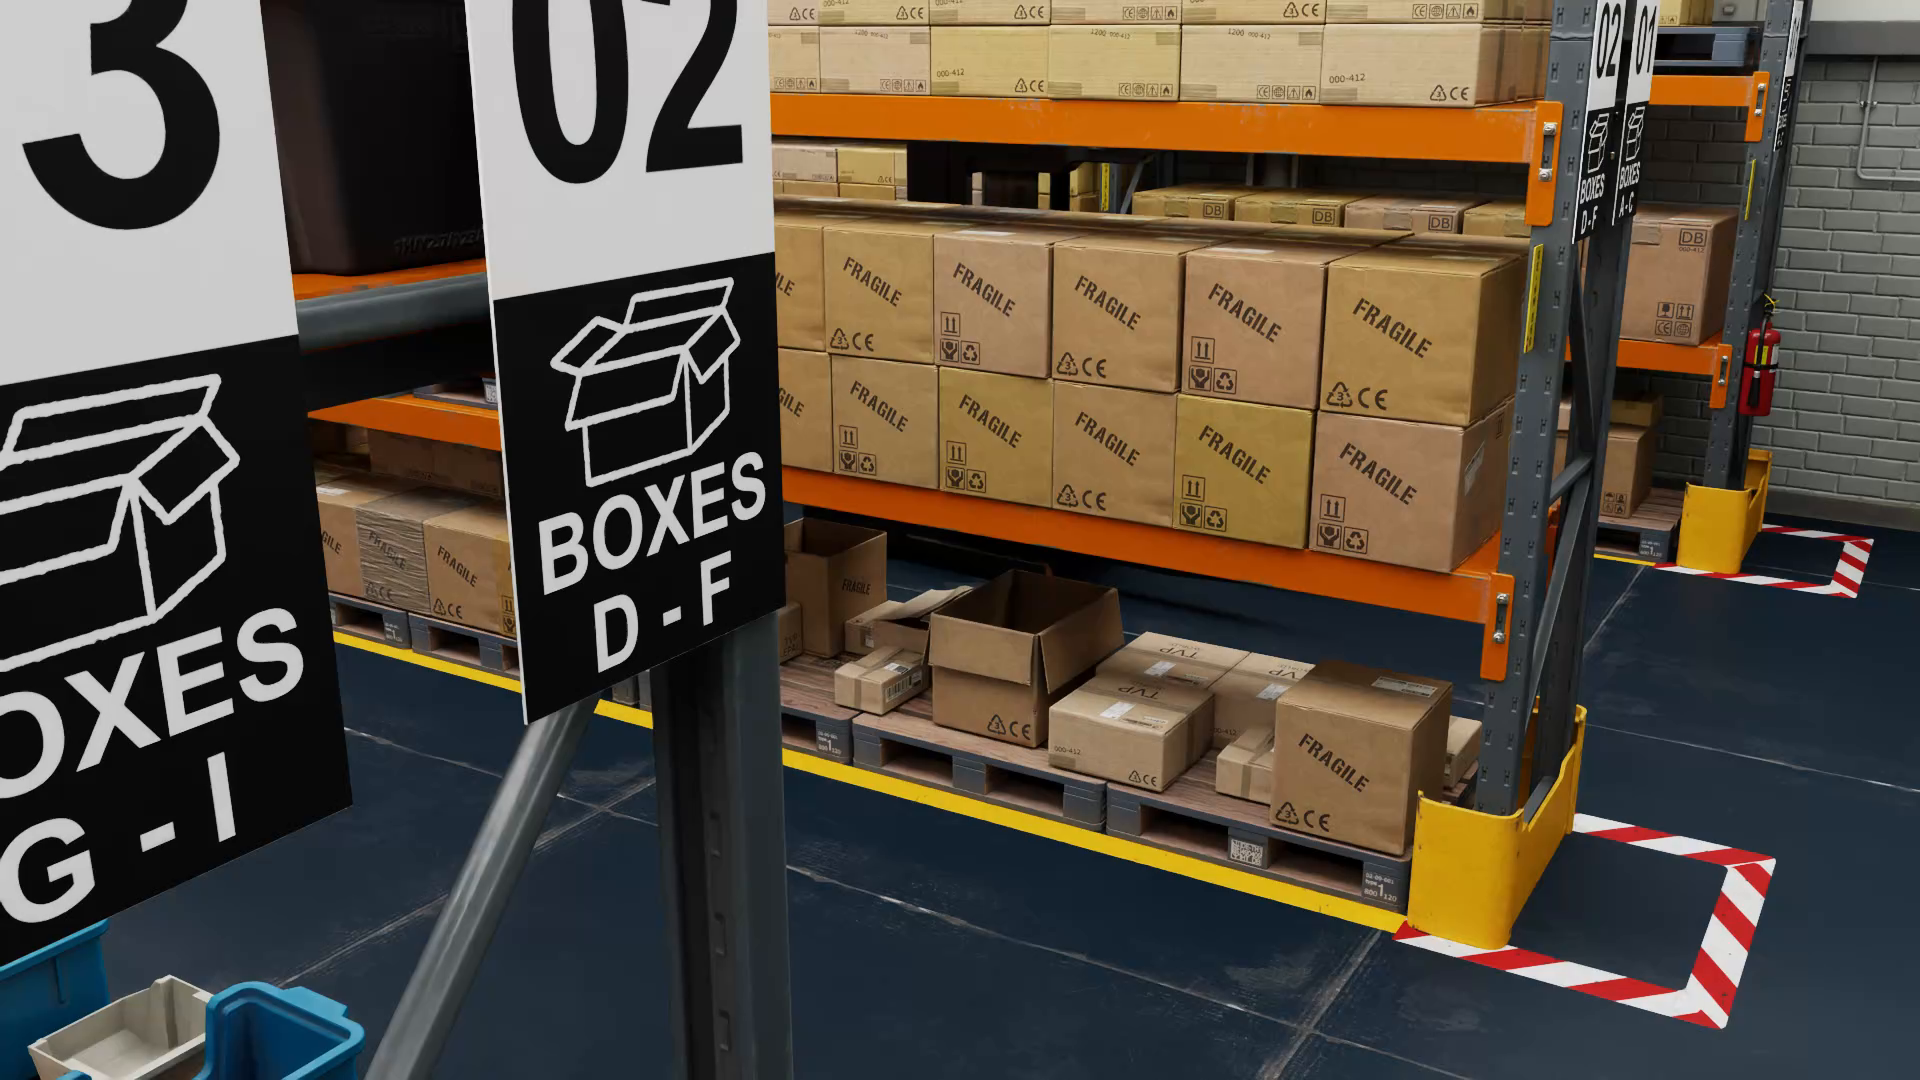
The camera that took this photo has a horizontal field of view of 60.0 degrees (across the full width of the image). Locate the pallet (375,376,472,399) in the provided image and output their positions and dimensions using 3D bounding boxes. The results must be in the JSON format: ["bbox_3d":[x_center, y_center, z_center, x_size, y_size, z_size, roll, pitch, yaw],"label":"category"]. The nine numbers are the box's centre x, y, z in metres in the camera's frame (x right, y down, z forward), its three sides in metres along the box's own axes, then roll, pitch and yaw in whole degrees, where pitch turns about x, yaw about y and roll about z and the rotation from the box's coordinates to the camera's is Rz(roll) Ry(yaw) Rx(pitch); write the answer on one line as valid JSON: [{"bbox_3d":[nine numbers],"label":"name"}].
[{"bbox_3d":[-3.078,-1.005,8.858,1.213,0.211,1.003,10,20,30],"label":"pallet"}]

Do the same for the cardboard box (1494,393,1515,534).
[{"bbox_3d":[1.840,-0.355,6.217,0.500,0.500,0.500,11,20,31],"label":"cardboard box"}]

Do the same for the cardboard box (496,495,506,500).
[{"bbox_3d":[-2.074,-0.009,8.795,0.500,0.500,0.500,10,20,31],"label":"cardboard box"}]

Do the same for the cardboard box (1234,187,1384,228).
[{"bbox_3d":[2.333,-1.955,11.139,0.700,0.700,0.980,10,19,29],"label":"cardboard box"}]

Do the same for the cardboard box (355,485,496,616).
[{"bbox_3d":[-2.743,0.045,8.616,0.500,0.500,0.500,10,20,31],"label":"cardboard box"}]

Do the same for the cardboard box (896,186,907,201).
[{"bbox_3d":[-0.128,-2.371,12.309,0.500,0.500,0.500,10,20,30],"label":"cardboard box"}]

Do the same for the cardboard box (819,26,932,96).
[{"bbox_3d":[-0.195,-1.857,6.432,0.500,0.250,0.500,10,20,30],"label":"cardboard box"}]

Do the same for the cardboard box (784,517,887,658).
[{"bbox_3d":[-0.695,0.219,8.042,0.500,0.500,0.500,10,20,30],"label":"cardboard box"}]

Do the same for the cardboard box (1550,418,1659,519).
[{"bbox_3d":[4.020,-0.488,10.406,0.500,0.500,0.700,10,20,30],"label":"cardboard box"}]

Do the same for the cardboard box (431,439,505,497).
[{"bbox_3d":[-2.466,-0.442,8.929,0.500,0.250,0.500,10,20,30],"label":"cardboard box"}]

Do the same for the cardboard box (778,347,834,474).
[{"bbox_3d":[-0.599,-0.608,7.051,0.500,0.500,0.500,11,20,31],"label":"cardboard box"}]

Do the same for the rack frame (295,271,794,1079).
[{"bbox_3d":[-0.516,1.052,1.757,0.127,3.000,1.000,10,20,30],"label":"rack frame"}]

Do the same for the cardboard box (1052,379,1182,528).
[{"bbox_3d":[0.689,-0.378,6.293,0.500,0.500,0.500,10,20,30],"label":"cardboard box"}]

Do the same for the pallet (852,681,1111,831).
[{"bbox_3d":[0.300,0.842,7.248,1.213,0.211,1.003,10,20,30],"label":"pallet"}]

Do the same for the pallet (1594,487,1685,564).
[{"bbox_3d":[3.947,-0.170,10.577,1.213,0.211,1.003,10,20,30],"label":"pallet"}]

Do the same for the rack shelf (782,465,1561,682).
[{"bbox_3d":[0.376,-0.134,6.900,4.000,0.370,1.077,10,20,30],"label":"rack shelf"}]

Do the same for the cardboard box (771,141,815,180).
[{"bbox_3d":[-1.438,-2.963,12.965,0.500,0.250,0.500,10,19,29],"label":"cardboard box"}]

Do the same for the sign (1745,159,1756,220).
[{"bbox_3d":[4.373,-1.937,9.197,0.005,0.325,0.100,10,20,30],"label":"sign"}]

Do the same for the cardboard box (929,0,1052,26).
[{"bbox_3d":[0.229,-2.019,6.105,0.500,0.250,0.500,10,20,30],"label":"cardboard box"}]

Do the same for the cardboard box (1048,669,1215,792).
[{"bbox_3d":[0.694,0.757,6.701,0.500,0.250,0.500,10,20,30],"label":"cardboard box"}]

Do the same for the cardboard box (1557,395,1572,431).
[{"bbox_3d":[3.815,-0.773,10.228,0.250,0.149,0.380,10,19,29],"label":"cardboard box"}]

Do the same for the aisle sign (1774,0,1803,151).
[{"bbox_3d":[4.573,-2.560,9.176,0.004,0.787,0.394,10,20,30],"label":"aisle sign"}]

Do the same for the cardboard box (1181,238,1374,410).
[{"bbox_3d":[1.126,-0.777,5.885,0.500,0.500,0.500,11,20,32],"label":"cardboard box"}]

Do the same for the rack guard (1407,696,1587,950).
[{"bbox_3d":[2.015,1.010,6.195,0.348,0.500,1.175,10,20,30],"label":"rack guard"}]

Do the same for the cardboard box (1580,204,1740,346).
[{"bbox_3d":[4.229,-1.620,10.038,0.700,0.700,0.980,11,20,33],"label":"cardboard box"}]

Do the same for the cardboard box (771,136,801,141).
[{"bbox_3d":[-1.626,-3.172,13.656,0.500,0.250,0.500,11,20,32],"label":"cardboard box"}]

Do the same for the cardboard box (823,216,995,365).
[{"bbox_3d":[-0.197,-1.011,6.656,0.500,0.500,0.500,9,19,28],"label":"cardboard box"}]

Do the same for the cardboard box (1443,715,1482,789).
[{"bbox_3d":[1.903,0.830,6.634,0.250,0.149,0.380,10,20,30],"label":"cardboard box"}]

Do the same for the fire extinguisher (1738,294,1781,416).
[{"bbox_3d":[4.556,-1.049,9.449,0.183,0.674,0.296,10,20,30],"label":"fire extinguisher"}]

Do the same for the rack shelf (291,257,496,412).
[{"bbox_3d":[-2.220,-0.343,2.427,4.000,0.370,1.077,10,20,30],"label":"rack shelf"}]

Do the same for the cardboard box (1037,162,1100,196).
[{"bbox_3d":[0.729,-2.576,11.694,0.500,0.250,0.500,11,20,31],"label":"cardboard box"}]

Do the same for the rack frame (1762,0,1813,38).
[{"bbox_3d":[4.669,-4.272,8.963,0.127,3.000,1.000,10,20,30],"label":"rack frame"}]

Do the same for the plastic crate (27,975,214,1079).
[{"bbox_3d":[-1.362,0.858,2.747,0.298,0.136,0.250,10,20,30],"label":"plastic crate"}]

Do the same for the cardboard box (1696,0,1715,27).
[{"bbox_3d":[4.175,-3.186,9.911,0.500,0.250,0.500,11,20,33],"label":"cardboard box"}]

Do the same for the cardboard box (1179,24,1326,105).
[{"bbox_3d":[1.084,-1.629,5.681,0.500,0.250,0.500,10,20,30],"label":"cardboard box"}]

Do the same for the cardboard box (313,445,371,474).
[{"bbox_3d":[-3.377,-0.243,9.563,0.500,0.500,0.500,9,19,28],"label":"cardboard box"}]

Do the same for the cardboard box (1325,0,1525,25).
[{"bbox_3d":[1.509,-1.792,5.357,0.500,0.250,0.500,10,20,30],"label":"cardboard box"}]

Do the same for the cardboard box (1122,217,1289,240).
[{"bbox_3d":[0.966,-0.988,6.582,0.500,0.500,0.500,10,20,31],"label":"cardboard box"}]

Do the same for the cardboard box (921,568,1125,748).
[{"bbox_3d":[0.275,0.486,7.159,0.637,0.503,0.797,10,20,30],"label":"cardboard box"}]

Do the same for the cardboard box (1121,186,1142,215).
[{"bbox_3d":[1.000,-2.342,12.213,0.500,0.500,0.500,9,19,28],"label":"cardboard box"}]

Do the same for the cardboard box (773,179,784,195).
[{"bbox_3d":[-1.427,-2.599,13.058,0.500,0.500,0.500,11,20,32],"label":"cardboard box"}]

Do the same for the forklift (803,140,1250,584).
[{"bbox_3d":[0.507,-1.297,9.607,3.031,2.935,1.130,12,20,34],"label":"forklift"}]

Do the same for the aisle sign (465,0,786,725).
[{"bbox_3d":[-0.299,-0.255,1.586,0.004,0.787,0.394,10,20,30],"label":"aisle sign"}]

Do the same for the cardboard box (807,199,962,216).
[{"bbox_3d":[-0.324,-1.219,7.341,0.500,0.500,0.500,10,19,29],"label":"cardboard box"}]
